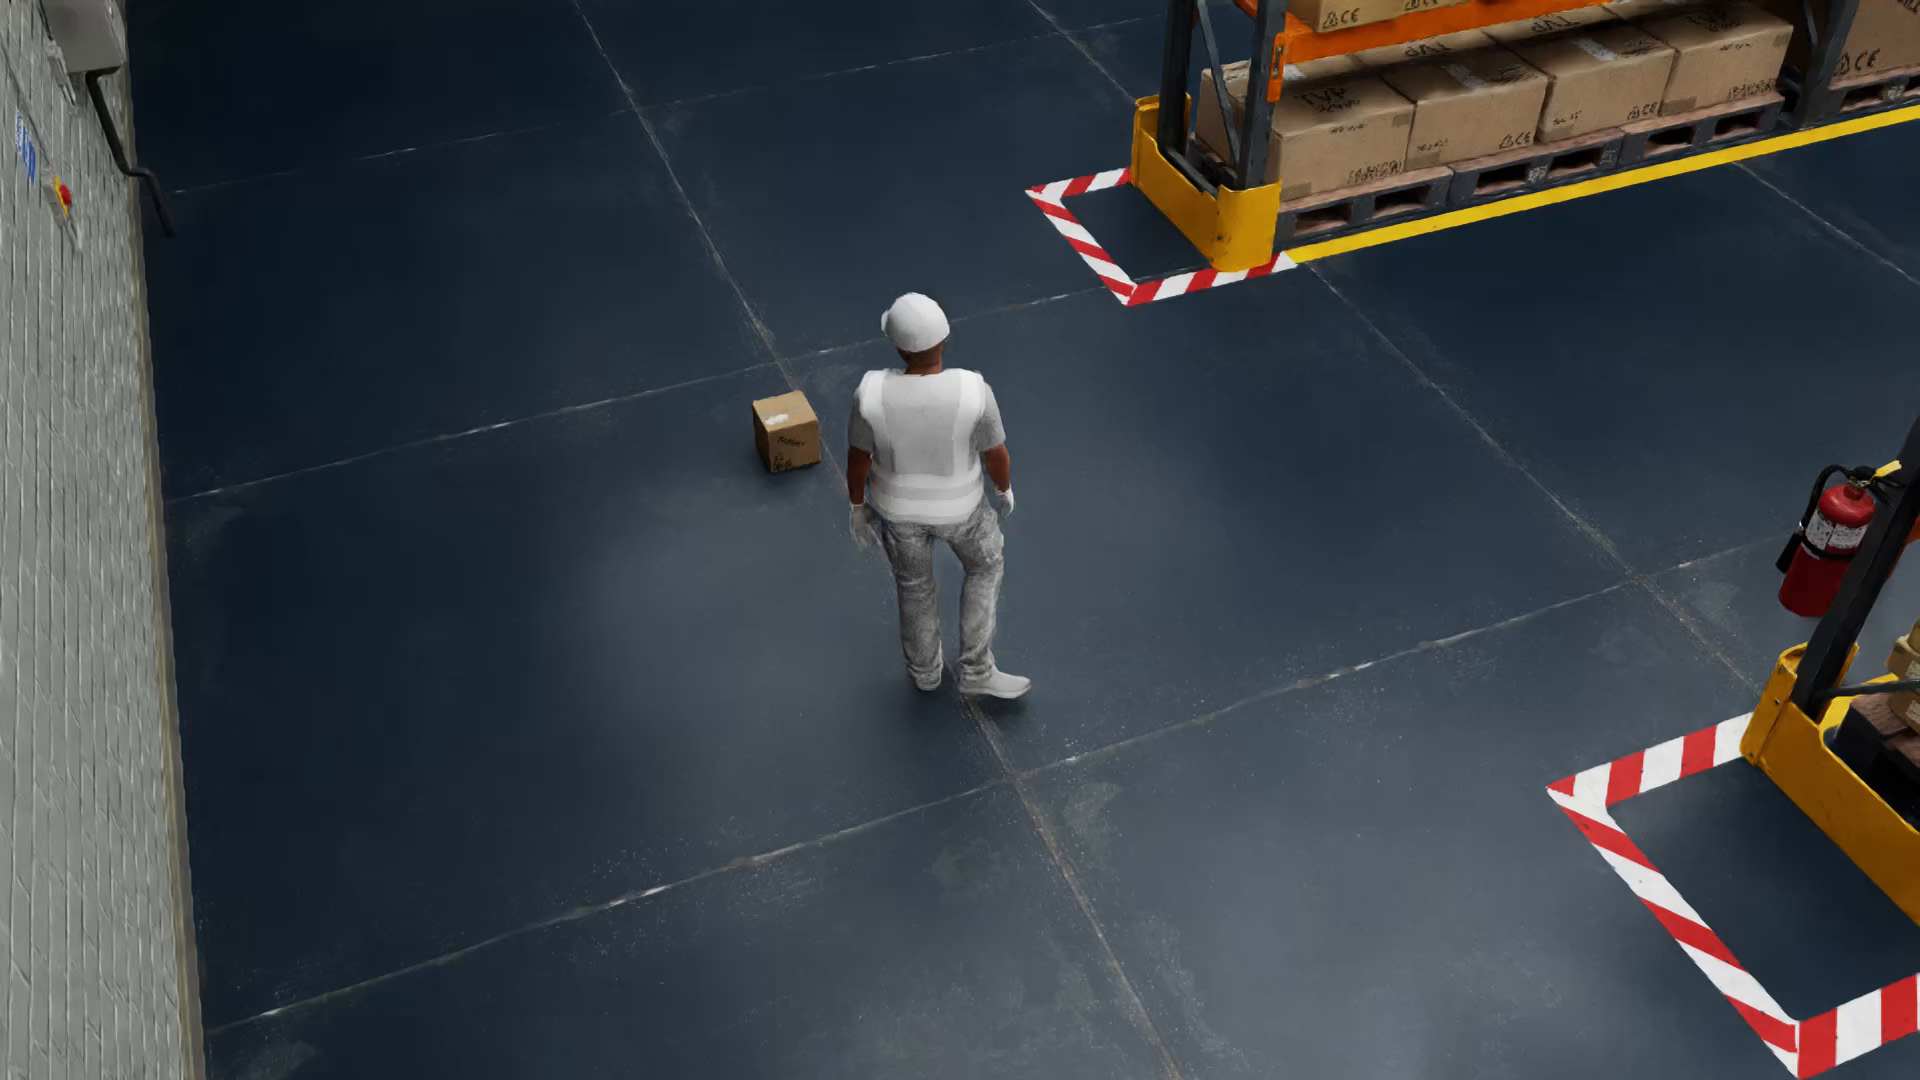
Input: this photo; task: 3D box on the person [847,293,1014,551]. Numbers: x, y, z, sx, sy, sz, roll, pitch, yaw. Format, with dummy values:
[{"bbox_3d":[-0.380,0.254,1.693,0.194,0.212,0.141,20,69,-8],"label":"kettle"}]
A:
[{"bbox_3d":[-0.103,-0.425,6.067,0.612,1.067,0.342,4,42,4],"label":"person"}]
